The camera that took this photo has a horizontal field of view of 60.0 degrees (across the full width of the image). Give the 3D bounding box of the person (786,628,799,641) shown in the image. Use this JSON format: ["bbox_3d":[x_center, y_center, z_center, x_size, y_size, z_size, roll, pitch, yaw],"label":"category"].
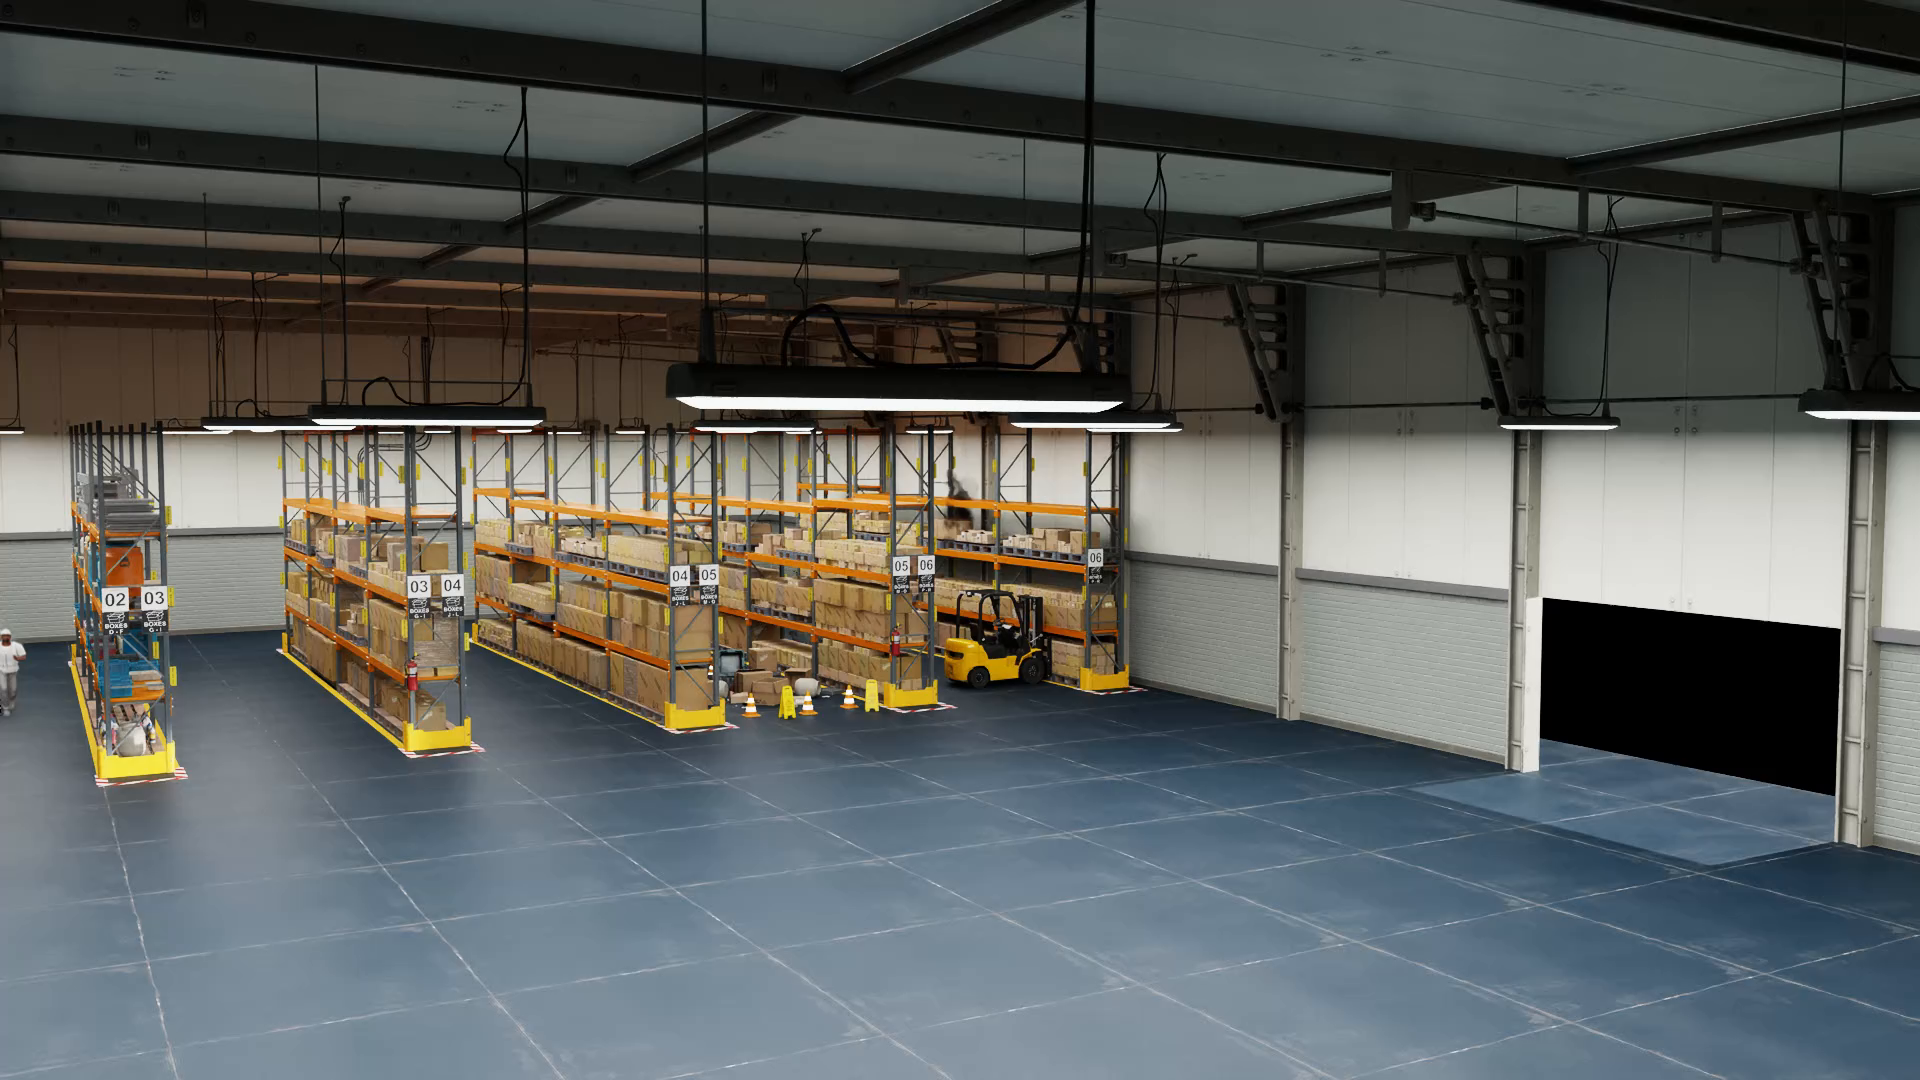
[{"bbox_3d":[-4.599,2.068,46.171,0.584,1.602,0.739,-2,4,-35],"label":"person"}]

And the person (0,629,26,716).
[{"bbox_3d":[-19.611,2.699,34.225,0.703,1.745,0.992,-2,4,-34],"label":"person"}]
